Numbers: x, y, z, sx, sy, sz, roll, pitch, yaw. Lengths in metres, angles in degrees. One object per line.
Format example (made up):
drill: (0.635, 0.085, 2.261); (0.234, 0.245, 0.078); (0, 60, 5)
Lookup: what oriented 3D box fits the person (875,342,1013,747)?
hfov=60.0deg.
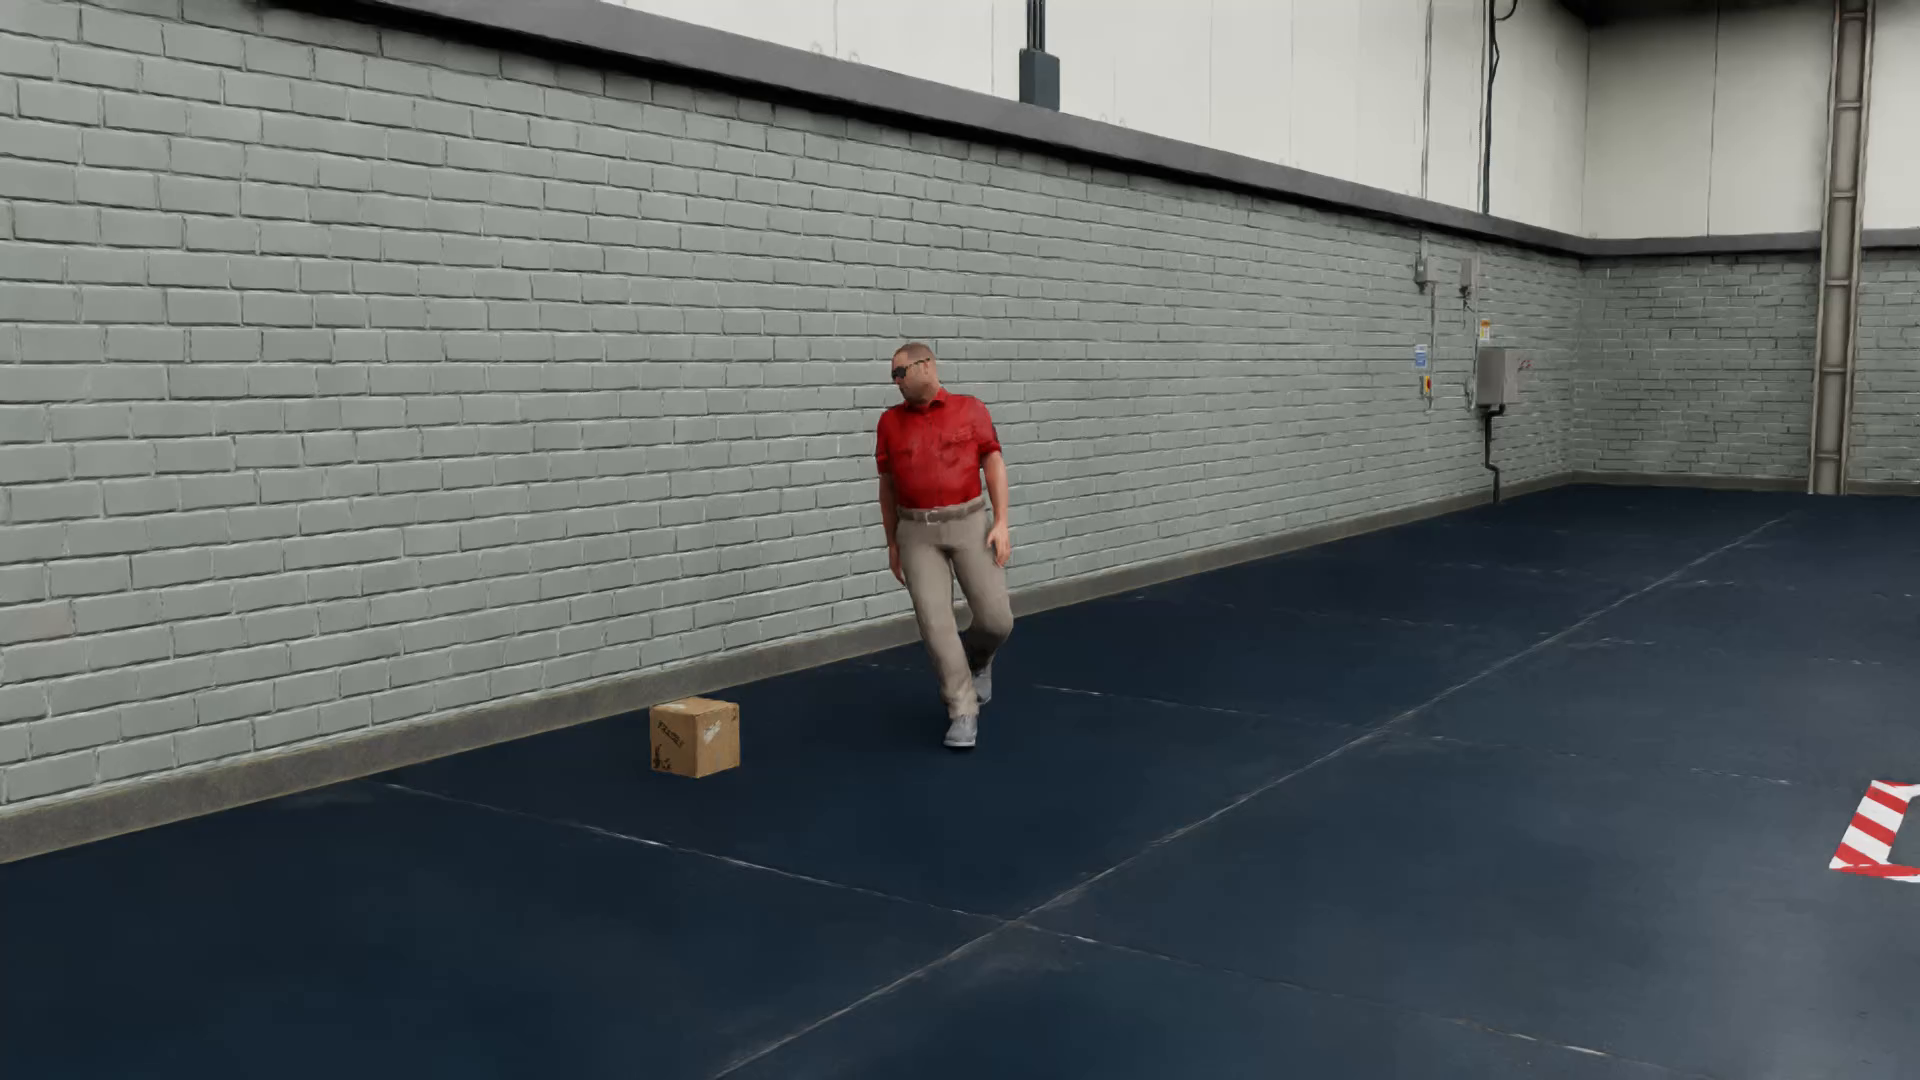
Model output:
person: (-0.070, -0.009, 7.132); (0.609, 1.672, 0.774); (1, 6, 6)
